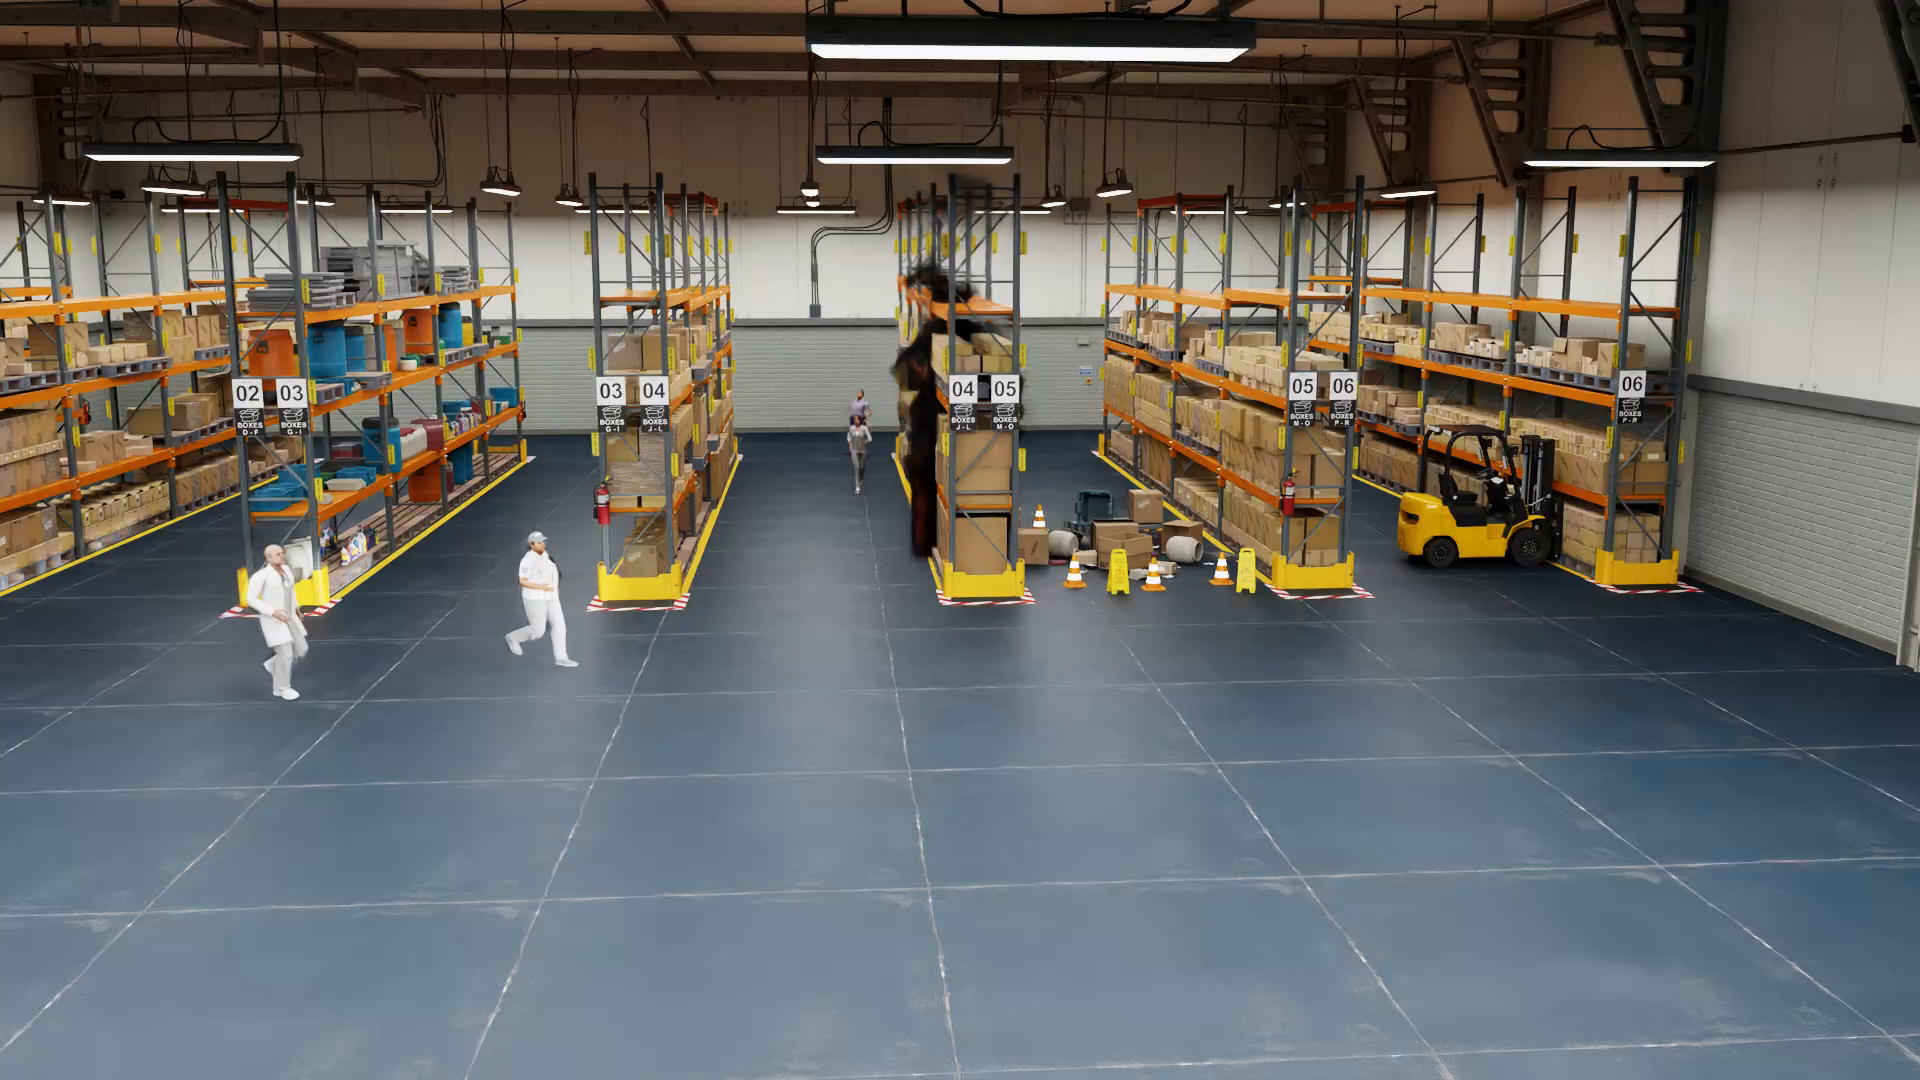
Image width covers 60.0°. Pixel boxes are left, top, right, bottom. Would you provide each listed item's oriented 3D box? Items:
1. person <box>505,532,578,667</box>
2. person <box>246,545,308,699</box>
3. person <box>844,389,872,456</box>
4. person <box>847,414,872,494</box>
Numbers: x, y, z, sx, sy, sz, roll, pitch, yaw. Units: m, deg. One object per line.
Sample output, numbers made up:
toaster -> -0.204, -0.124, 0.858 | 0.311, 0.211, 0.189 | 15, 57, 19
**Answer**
person -> -5.023, 0.706, 19.990 | 0.913, 1.633, 0.621 | 4, 11, 23
person -> -7.620, 0.911, 18.545 | 0.637, 1.743, 0.718 | 4, 11, 22
person -> -2.423, -2.856, 40.298 | 0.680, 1.604, 0.717 | 9, 13, 41
person -> -2.072, -1.798, 34.315 | 0.528, 1.604, 0.802 | 0, 10, -1
